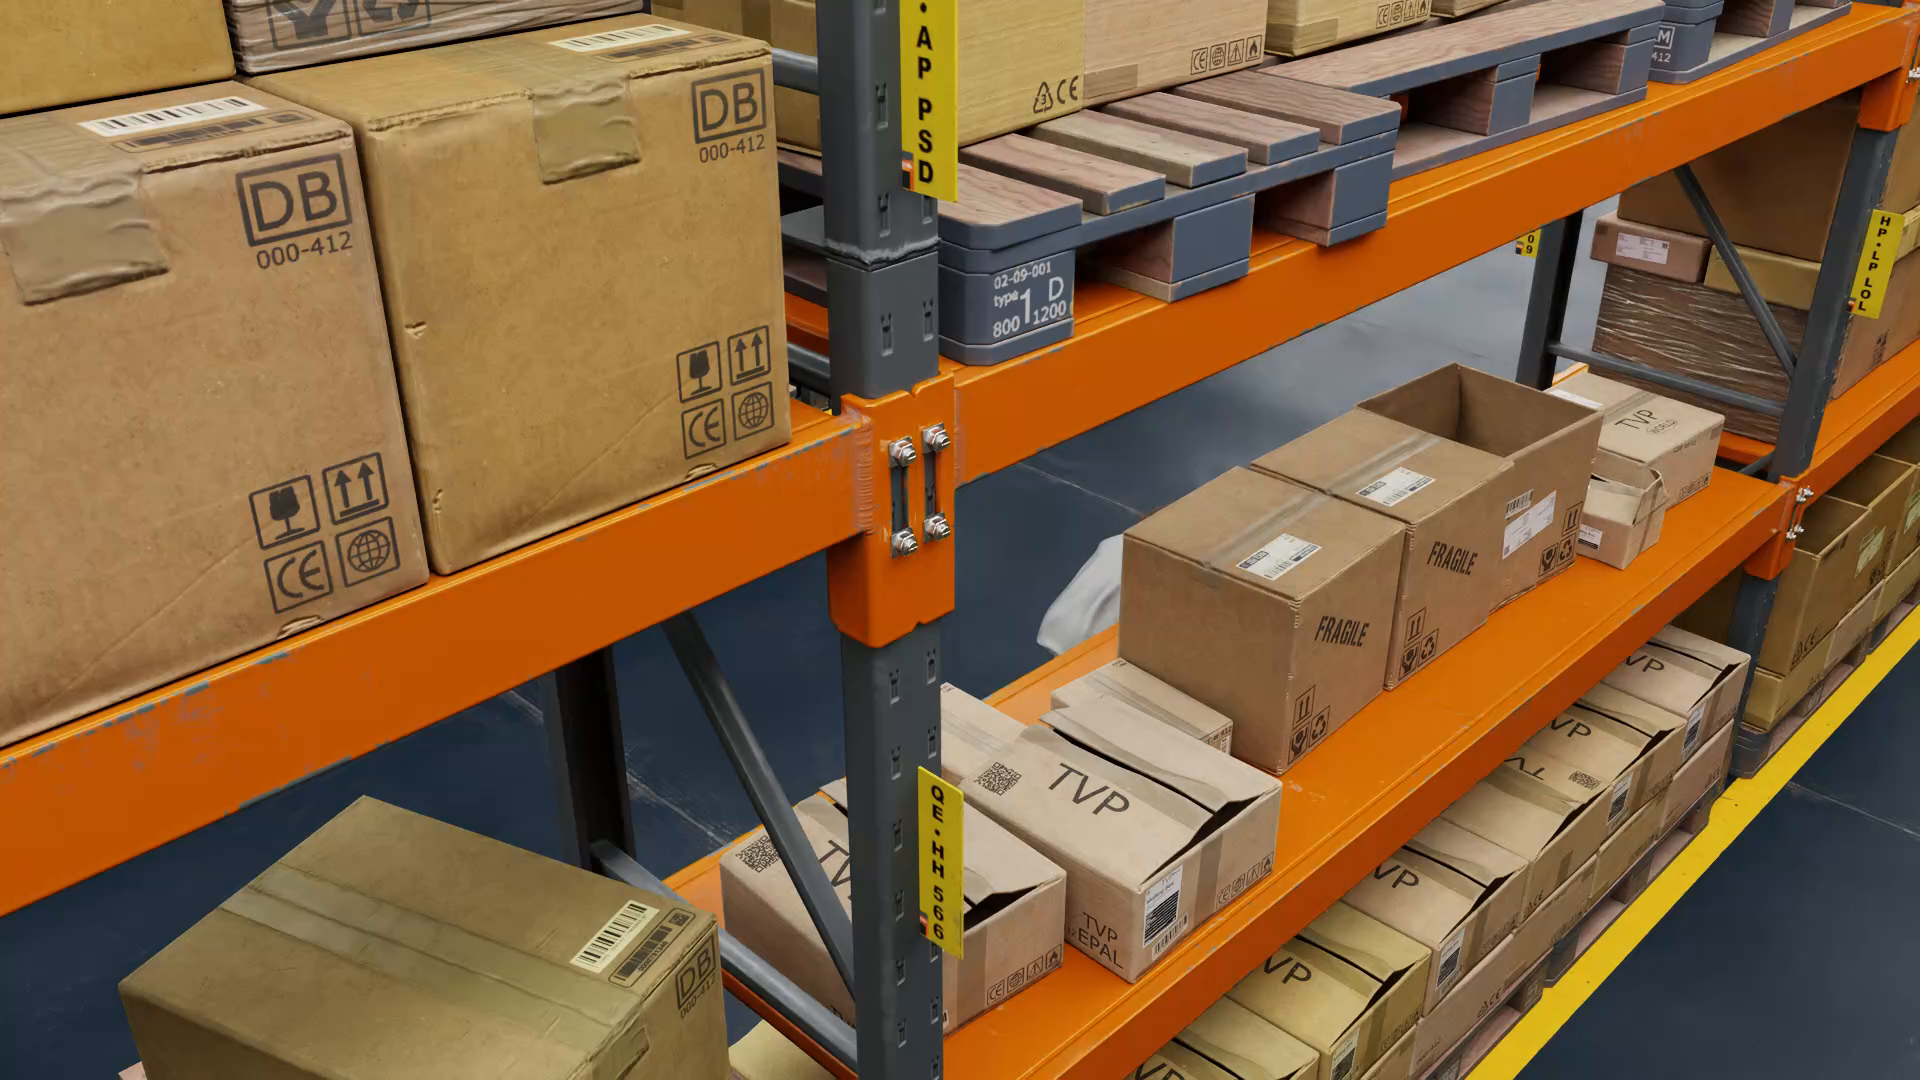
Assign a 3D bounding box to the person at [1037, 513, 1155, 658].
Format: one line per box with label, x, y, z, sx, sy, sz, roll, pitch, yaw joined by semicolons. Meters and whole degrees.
person;0.636;0.339;6.521;0.432;0.766;0.835;25;37;38
